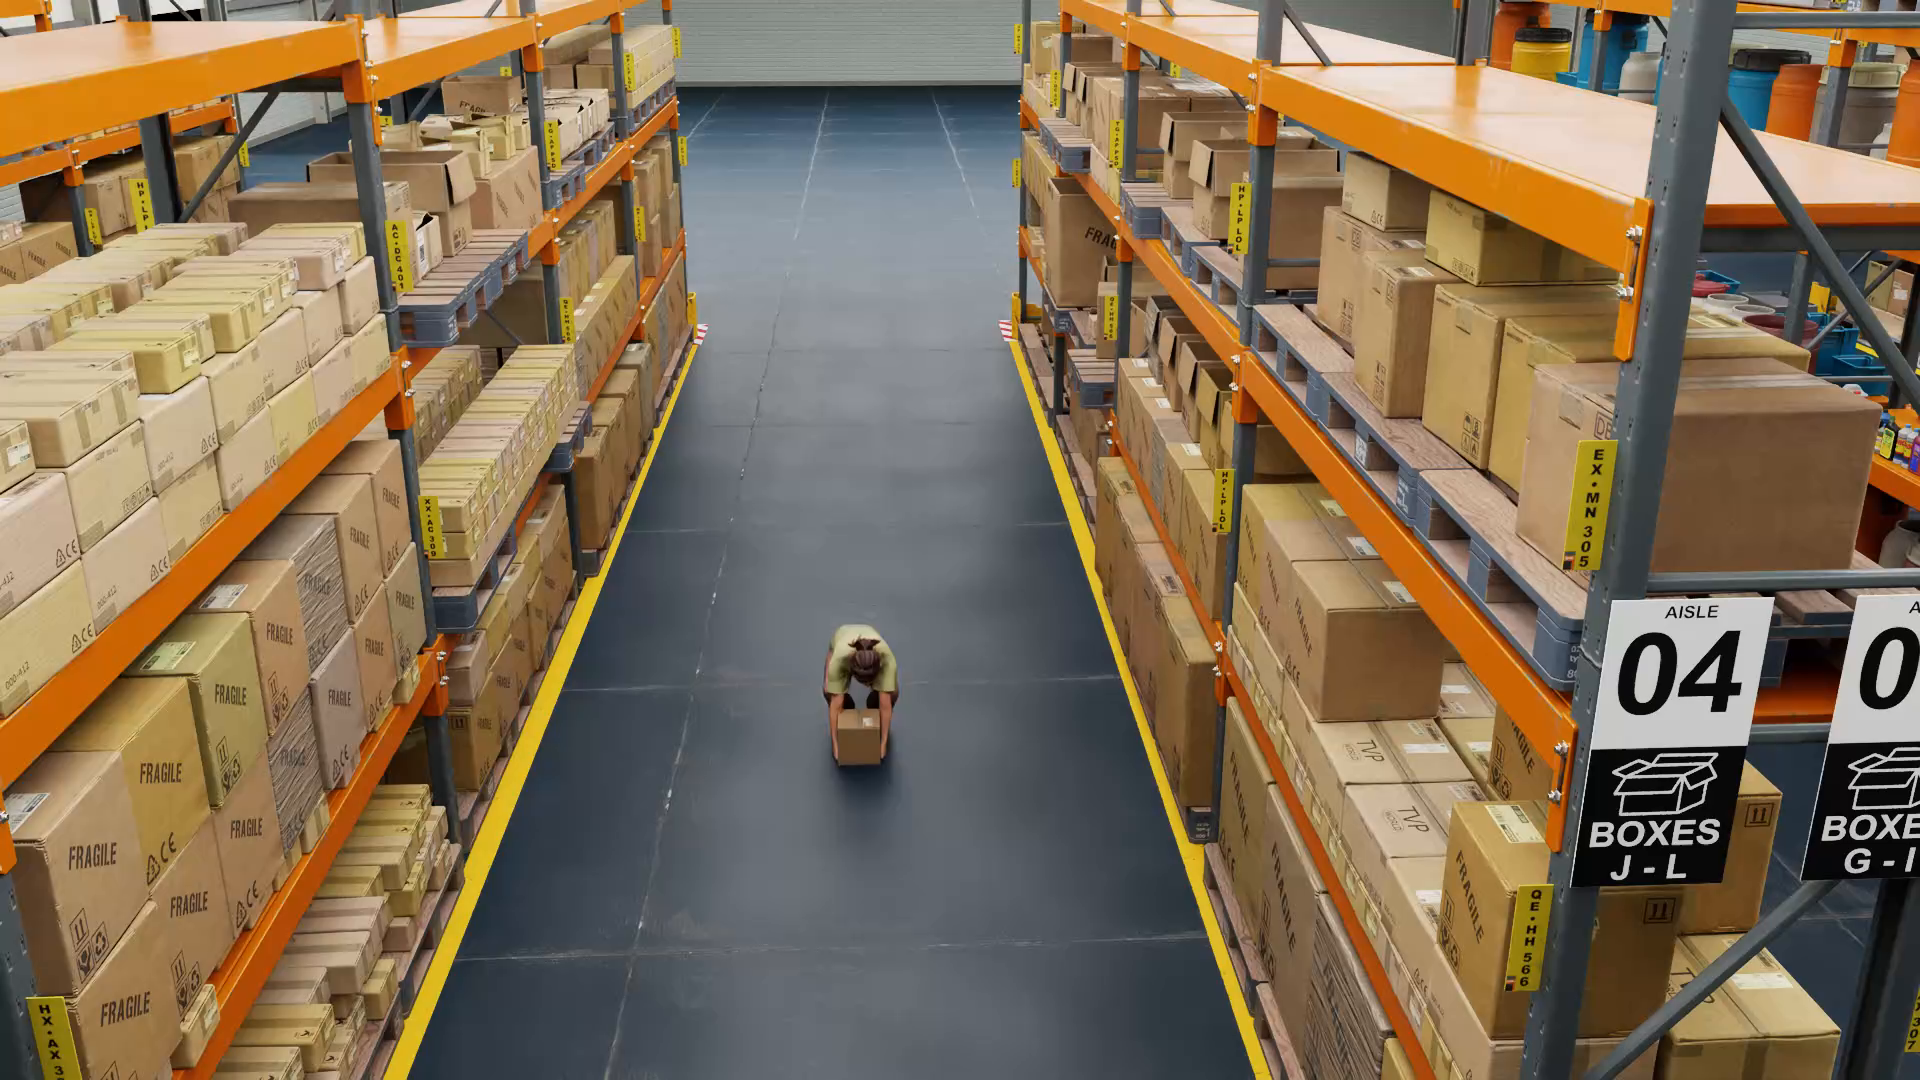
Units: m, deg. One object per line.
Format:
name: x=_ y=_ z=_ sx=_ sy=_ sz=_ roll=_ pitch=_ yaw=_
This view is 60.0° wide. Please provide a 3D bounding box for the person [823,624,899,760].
person: x=-0.606 y=0.867 z=10.145 sx=0.457 sy=0.786 sz=0.851 roll=-2 pitch=21 yaw=-4
